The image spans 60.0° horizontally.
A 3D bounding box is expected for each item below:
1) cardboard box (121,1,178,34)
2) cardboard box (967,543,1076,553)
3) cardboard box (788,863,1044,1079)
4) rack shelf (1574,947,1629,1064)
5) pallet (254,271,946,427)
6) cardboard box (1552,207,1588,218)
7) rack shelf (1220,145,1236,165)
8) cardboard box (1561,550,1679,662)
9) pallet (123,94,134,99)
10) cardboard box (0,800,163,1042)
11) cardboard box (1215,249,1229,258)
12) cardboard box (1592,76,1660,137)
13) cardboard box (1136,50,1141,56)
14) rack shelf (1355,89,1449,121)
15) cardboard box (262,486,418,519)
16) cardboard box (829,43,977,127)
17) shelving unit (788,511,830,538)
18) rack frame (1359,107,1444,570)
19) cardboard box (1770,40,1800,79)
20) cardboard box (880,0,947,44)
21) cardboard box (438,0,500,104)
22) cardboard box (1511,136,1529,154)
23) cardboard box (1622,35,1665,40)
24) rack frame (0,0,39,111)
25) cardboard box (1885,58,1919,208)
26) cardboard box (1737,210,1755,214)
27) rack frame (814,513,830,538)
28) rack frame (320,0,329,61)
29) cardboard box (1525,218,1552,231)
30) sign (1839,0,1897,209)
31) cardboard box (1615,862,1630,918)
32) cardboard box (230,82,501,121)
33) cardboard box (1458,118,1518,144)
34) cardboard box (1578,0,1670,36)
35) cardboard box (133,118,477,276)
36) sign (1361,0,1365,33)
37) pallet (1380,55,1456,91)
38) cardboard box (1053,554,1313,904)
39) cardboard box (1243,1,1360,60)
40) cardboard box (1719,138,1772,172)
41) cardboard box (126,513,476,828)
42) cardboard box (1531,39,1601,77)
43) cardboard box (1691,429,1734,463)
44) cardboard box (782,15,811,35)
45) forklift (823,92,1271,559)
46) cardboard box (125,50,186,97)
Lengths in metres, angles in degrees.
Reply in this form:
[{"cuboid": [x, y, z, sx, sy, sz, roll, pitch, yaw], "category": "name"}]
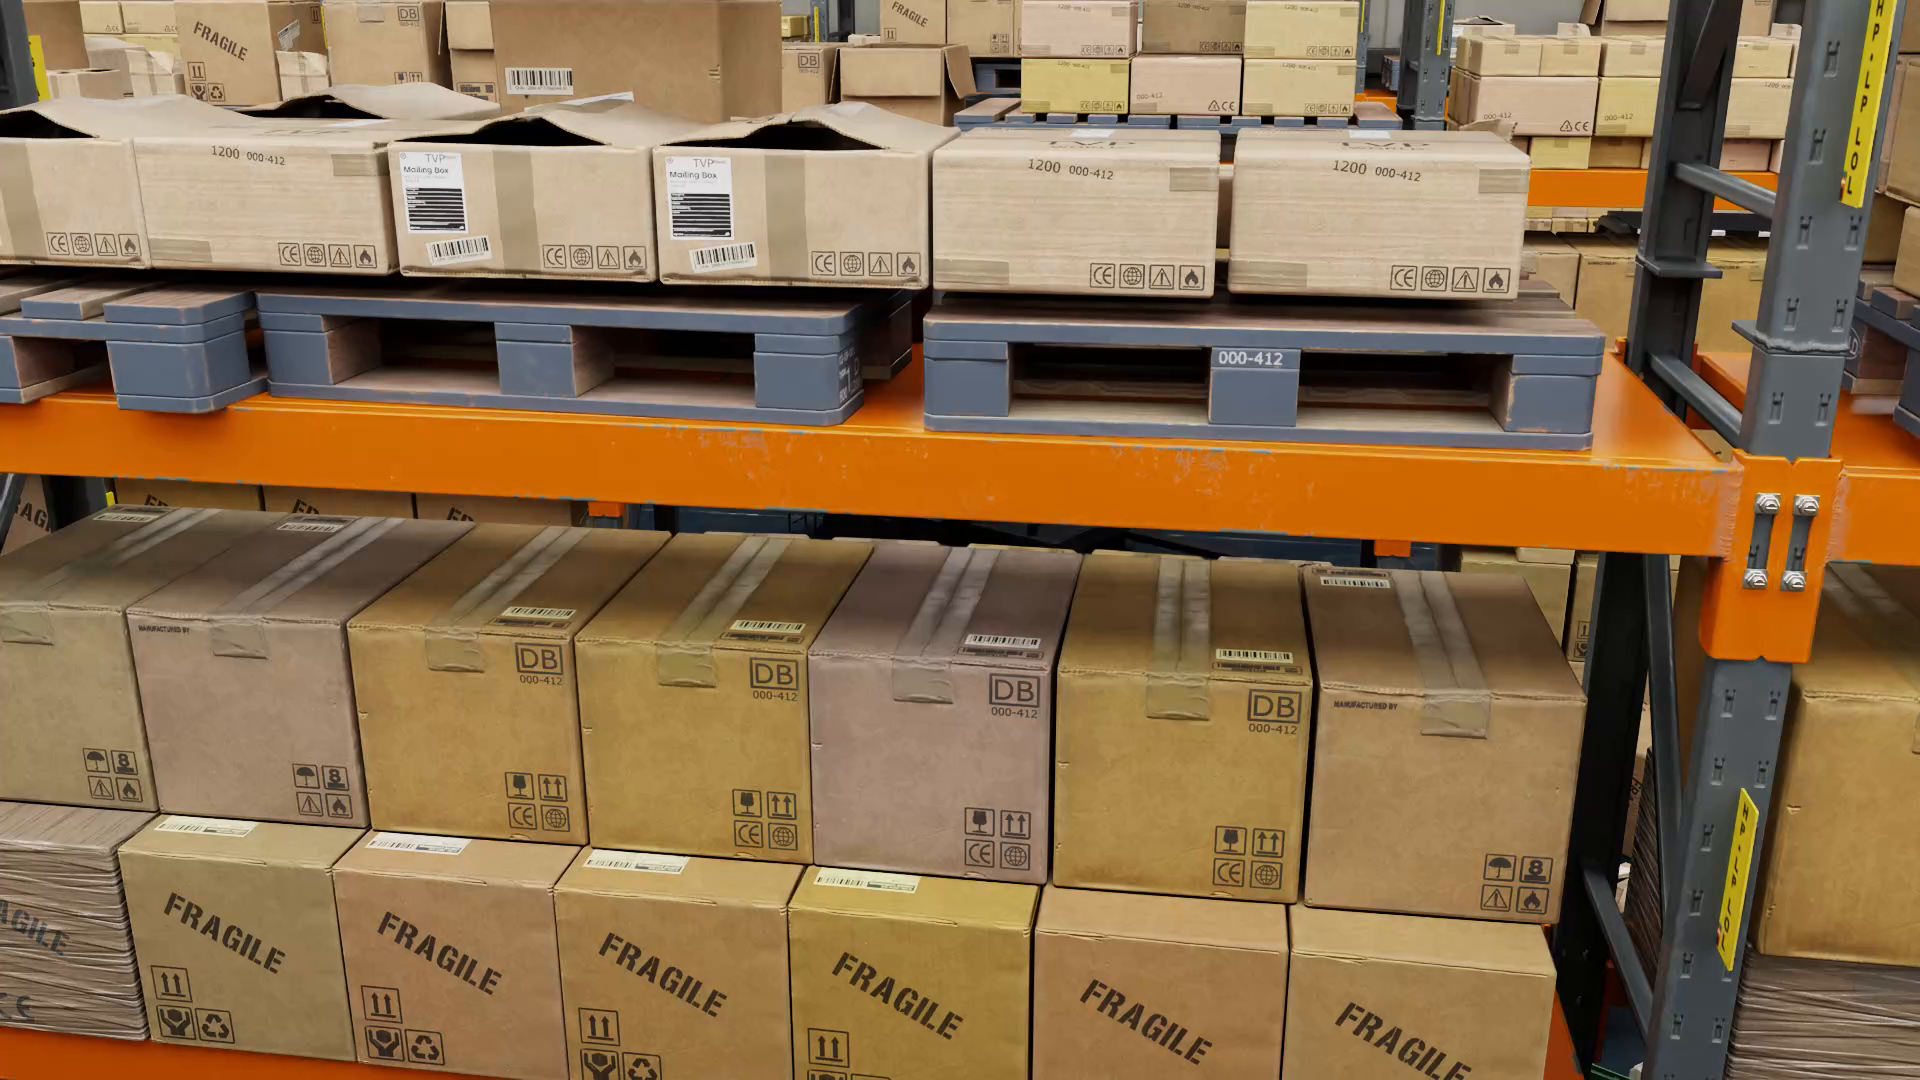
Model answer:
[{"cuboid": [-6.478, -4.285, 13.634, 0.500, 0.250, 0.500, 3, 19, 10], "category": "cardboard box"}, {"cuboid": [0.260, 0.355, 8.994, 0.625, 0.372, 0.950, 4, 19, 10], "category": "cardboard box"}, {"cuboid": [-0.066, 0.918, 3.673, 0.500, 0.500, 0.500, 3, 19, 9], "category": "cardboard box"}, {"cuboid": [3.464, 1.401, 3.522, 4.000, 0.370, 1.077, 3, 19, 9], "category": "rack shelf"}, {"cuboid": [-0.711, -0.504, 3.652, 1.213, 0.211, 1.003, 4, 19, 11], "category": "pallet"}, {"cuboid": [4.511, -2.499, 12.396, 0.250, 0.149, 0.380, 3, 19, 8], "category": "cardboard box"}, {"cuboid": [0.200, -1.779, 8.298, 4.000, 0.370, 1.077, 3, 19, 9], "category": "rack shelf"}, {"cuboid": [3.245, 0.290, 8.198, 0.500, 0.500, 0.500, 4, 19, 11], "category": "cardboard box"}, {"cuboid": [-4.811, -2.300, 9.025, 1.217, 0.209, 0.805, 2, 19, 6], "category": "pallet"}, {"cuboid": [-2.059, 0.818, 3.974, 0.500, 0.500, 0.500, 3, 19, 9], "category": "cardboard box"}, {"cuboid": [1.924, -2.286, 12.857, 0.500, 0.250, 0.500, 2, 19, 7], "category": "cardboard box"}, {"cuboid": [3.077, -1.958, 7.468, 0.500, 0.250, 0.500, 3, 19, 8], "category": "cardboard box"}, {"cuboid": [0.660, -2.346, 8.434, 0.500, 0.250, 0.500, 3, 19, 8], "category": "cardboard box"}, {"cuboid": [4.933, -3.133, 12.344, 4.000, 0.370, 1.077, 3, 19, 9], "category": "rack shelf"}, {"cuboid": [-3.323, -0.096, 9.551, 0.875, 0.875, 0.875, 3, 19, 9], "category": "cardboard box"}, {"cuboid": [-0.264, -2.202, 8.265, 0.637, 0.503, 0.797, 3, 19, 9], "category": "cardboard box"}, {"cuboid": [-1.030, -0.489, 11.344, 0.210, 0.900, 0.258, 9, 20, 24], "category": "shelving unit"}, {"cuboid": [2.175, -0.597, 8.359, 0.127, 3.000, 1.000, 3, 19, 9], "category": "rack frame"}, {"cuboid": [3.729, -2.112, 7.299, 0.250, 0.149, 0.380, 3, 19, 8], "category": "cardboard box"}, {"cuboid": [-0.314, -3.957, 12.697, 0.500, 0.500, 0.500, 3, 19, 9], "category": "cardboard box"}, {"cuboid": [-2.170, -2.440, 8.317, 0.637, 0.503, 0.797, 2, 19, 5], "category": "cardboard box"}, {"cuboid": [2.447, -1.806, 7.643, 0.250, 0.149, 0.380, 3, 19, 8], "category": "cardboard box"}, {"cuboid": [3.311, -2.328, 7.947, 0.250, 0.149, 0.380, 3, 19, 10], "category": "cardboard box"}, {"cuboid": [-2.460, -2.087, 3.359, 0.127, 3.000, 1.000, 3, 19, 9], "category": "rack frame"}, {"cuboid": [1.928, -0.667, 2.791, 0.500, 0.250, 0.500, 3, 19, 9], "category": "cardboard box"}, {"cuboid": [5.776, -2.442, 12.225, 0.250, 0.149, 0.380, 3, 19, 9], "category": "cardboard box"}, {"cuboid": [-0.938, -0.474, 11.303, 0.006, 0.900, 0.240, 9, 20, 24], "category": "rack frame"}, {"cuboid": [-4.940, -5.399, 13.258, 0.127, 3.000, 1.000, 3, 19, 9], "category": "rack frame"}, {"cuboid": [4.240, -2.342, 12.396, 0.250, 0.149, 0.380, 3, 19, 8], "category": "cardboard box"}, {"cuboid": [1.413, -0.687, 2.591, 0.005, 0.325, 0.100, 3, 19, 9], "category": "sign"}, {"cuboid": [2.639, 1.413, 6.661, 0.396, 0.266, 0.258, -11, 21, -29], "category": "cardboard box"}, {"cuboid": [-1.380, -0.910, 3.890, 0.500, 0.311, 0.500, 3, 19, 9], "category": "cardboard box"}, {"cuboid": [0.933, -0.755, 3.496, 0.396, 0.266, 0.258, 3, 19, 8], "category": "cardboard box"}, {"cuboid": [4.865, -3.739, 12.040, 0.637, 0.503, 0.797, 4, 19, 10], "category": "cardboard box"}, {"cuboid": [-1.285, -0.709, 3.386, 0.500, 0.250, 0.500, 3, 19, 10], "category": "cardboard box"}, {"cuboid": [2.882, -3.798, 11.890, 0.005, 0.325, 0.100, 3, 19, 9], "category": "sign"}, {"cuboid": [3.805, -3.498, 12.441, 1.213, 0.211, 1.003, 3, 19, 9], "category": "pallet"}, {"cuboid": [0.490, 0.389, 3.679, 0.500, 0.500, 0.700, 3, 19, 8], "category": "cardboard box"}, {"cuboid": [1.583, -2.373, 7.729, 0.500, 0.250, 0.500, 3, 19, 10], "category": "cardboard box"}, {"cuboid": [3.459, -1.757, 7.495, 0.250, 0.149, 0.380, 2, 19, 7], "category": "cardboard box"}, {"cuboid": [-1.518, 0.287, 3.984, 0.500, 0.500, 0.700, 3, 19, 8], "category": "cardboard box"}, {"cuboid": [2.696, -2.156, 7.431, 0.250, 0.149, 0.380, 3, 19, 10], "category": "cardboard box"}, {"cuboid": [3.558, -0.628, 7.827, 0.500, 0.500, 0.500, 3, 19, 8], "category": "cardboard box"}, {"cuboid": [-1.310, -4.140, 13.360, 0.250, 0.149, 0.380, 2, 19, 7], "category": "cardboard box"}, {"cuboid": [0.540, -1.256, 10.439, 3.031, 2.935, 1.130, 14, 23, 36], "category": "forklift"}, {"cuboid": [-3.975, -2.356, 8.438, 0.258, 0.266, 0.396, 4, 19, 13], "category": "cardboard box"}]
